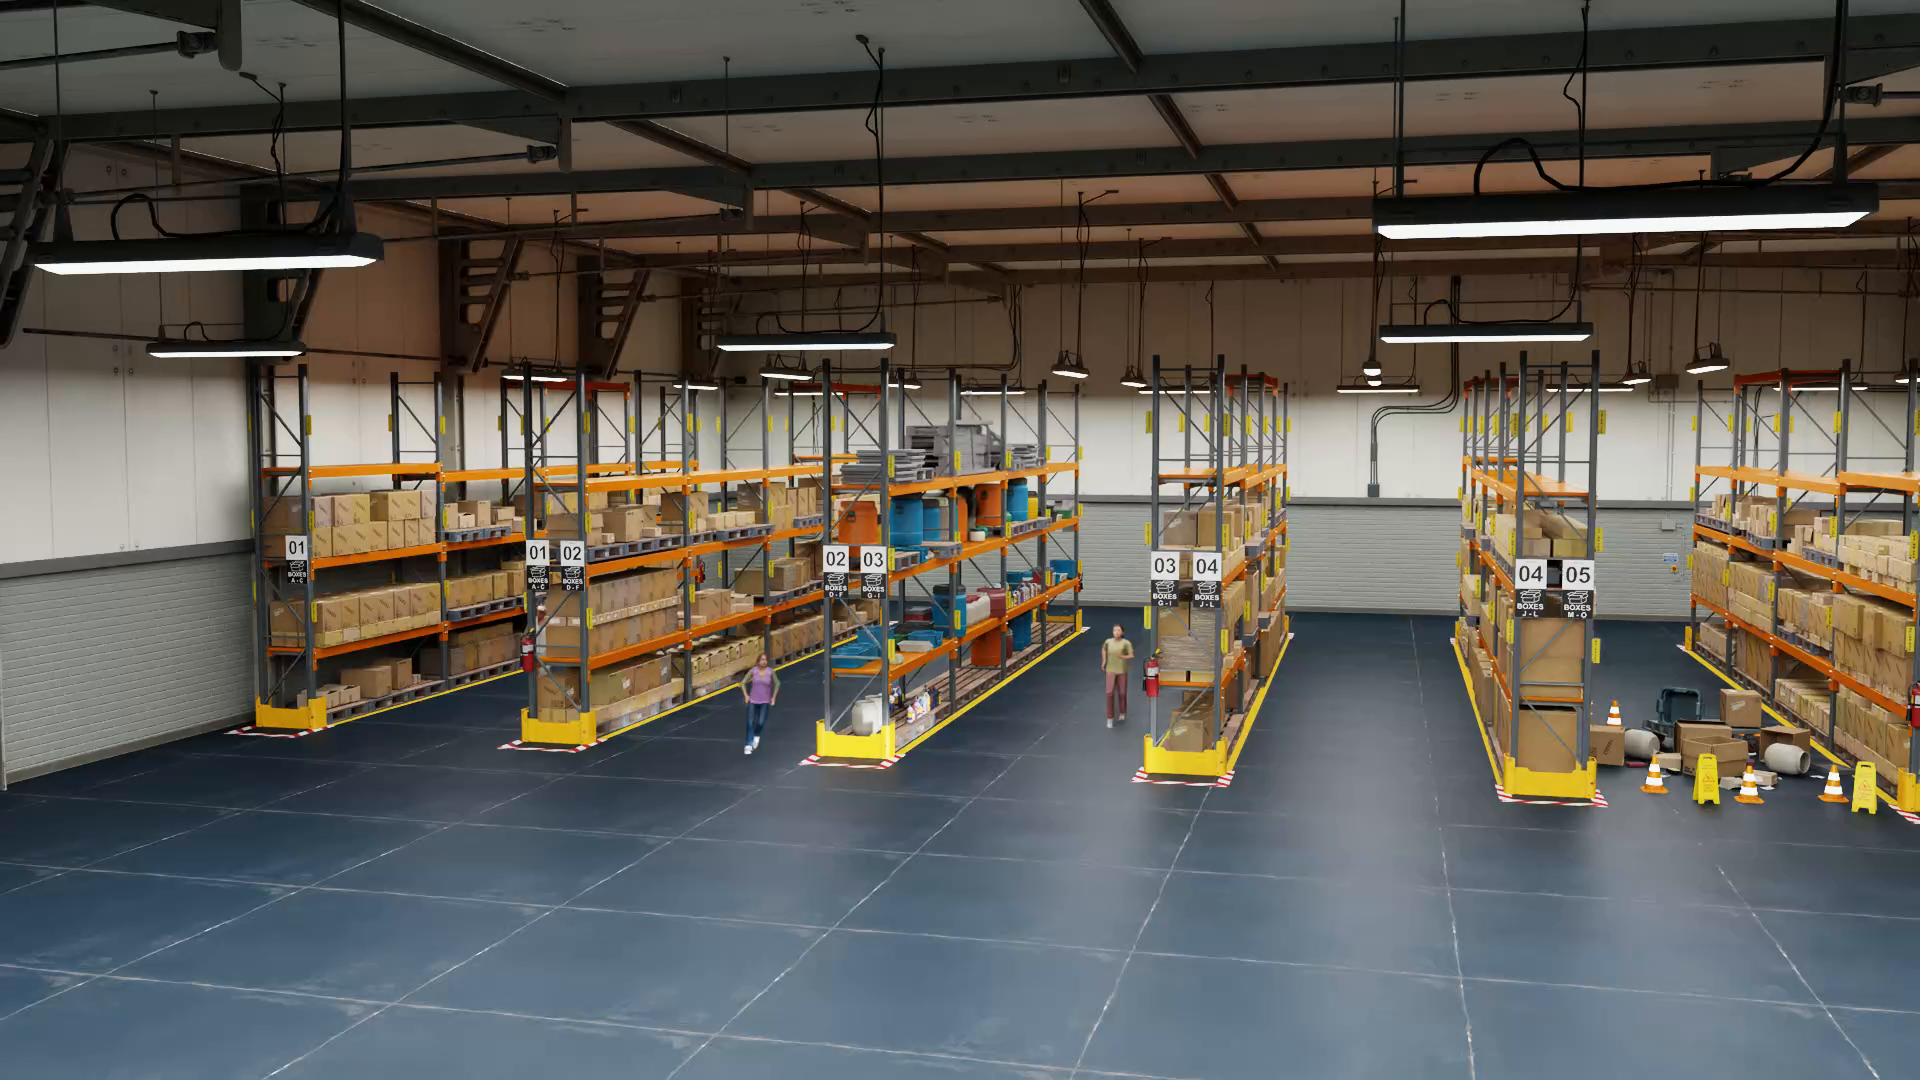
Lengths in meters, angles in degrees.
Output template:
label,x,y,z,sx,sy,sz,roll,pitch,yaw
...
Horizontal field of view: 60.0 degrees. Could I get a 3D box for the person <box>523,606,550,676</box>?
label,x,y,z,sx,sy,sz,roll,pitch,yaw
person,-7.543,2.052,29.978,0.663,1.757,0.782,0,4,2

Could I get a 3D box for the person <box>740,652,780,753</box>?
label,x,y,z,sx,sy,sz,roll,pitch,yaw
person,-3.053,2.500,25.368,0.603,1.530,0.473,0,4,-5

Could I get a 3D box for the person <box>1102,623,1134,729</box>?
label,x,y,z,sx,sy,sz,roll,pitch,yaw
person,2.628,2.240,27.744,0.554,1.710,0.840,1,4,12
